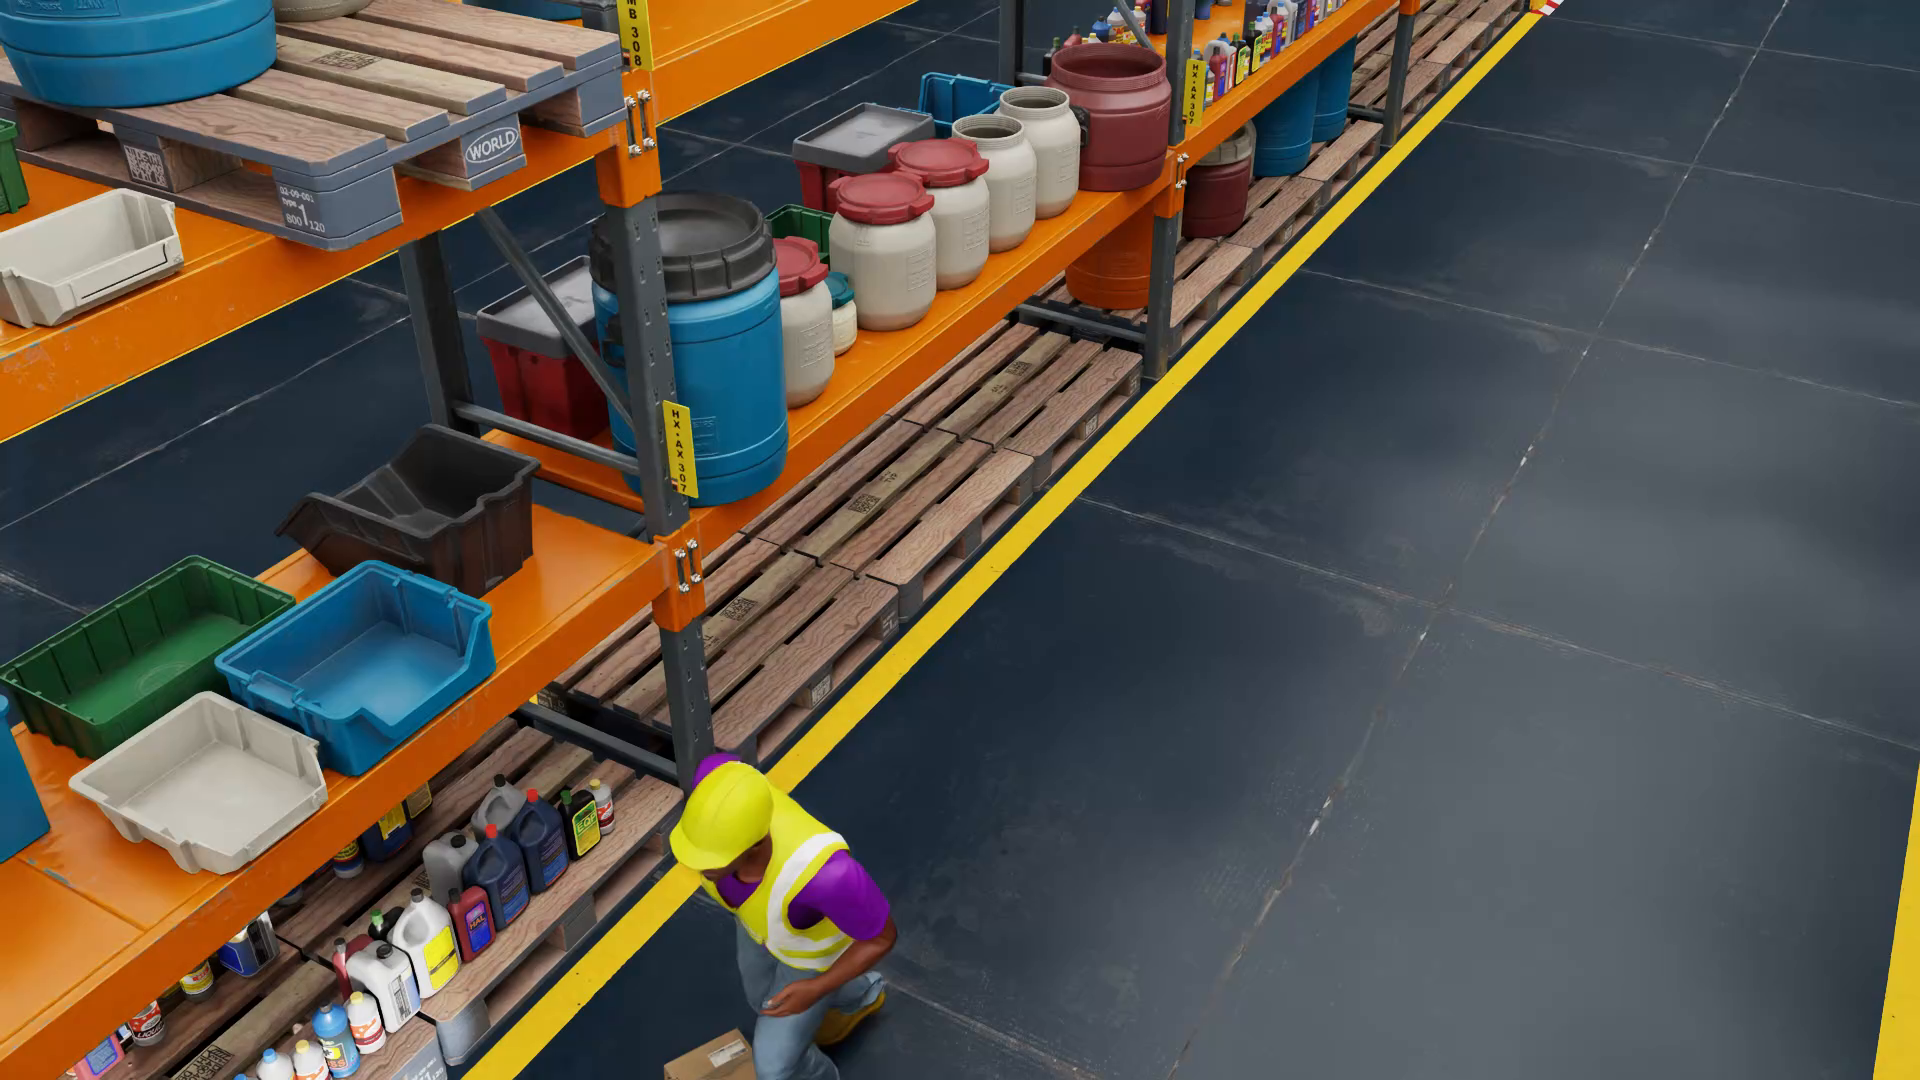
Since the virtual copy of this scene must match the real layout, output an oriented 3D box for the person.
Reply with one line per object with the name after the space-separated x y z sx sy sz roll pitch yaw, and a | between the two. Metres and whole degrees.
-0.443 1.098 4.628 0.725 1.616 0.870 25 41 33 | person
